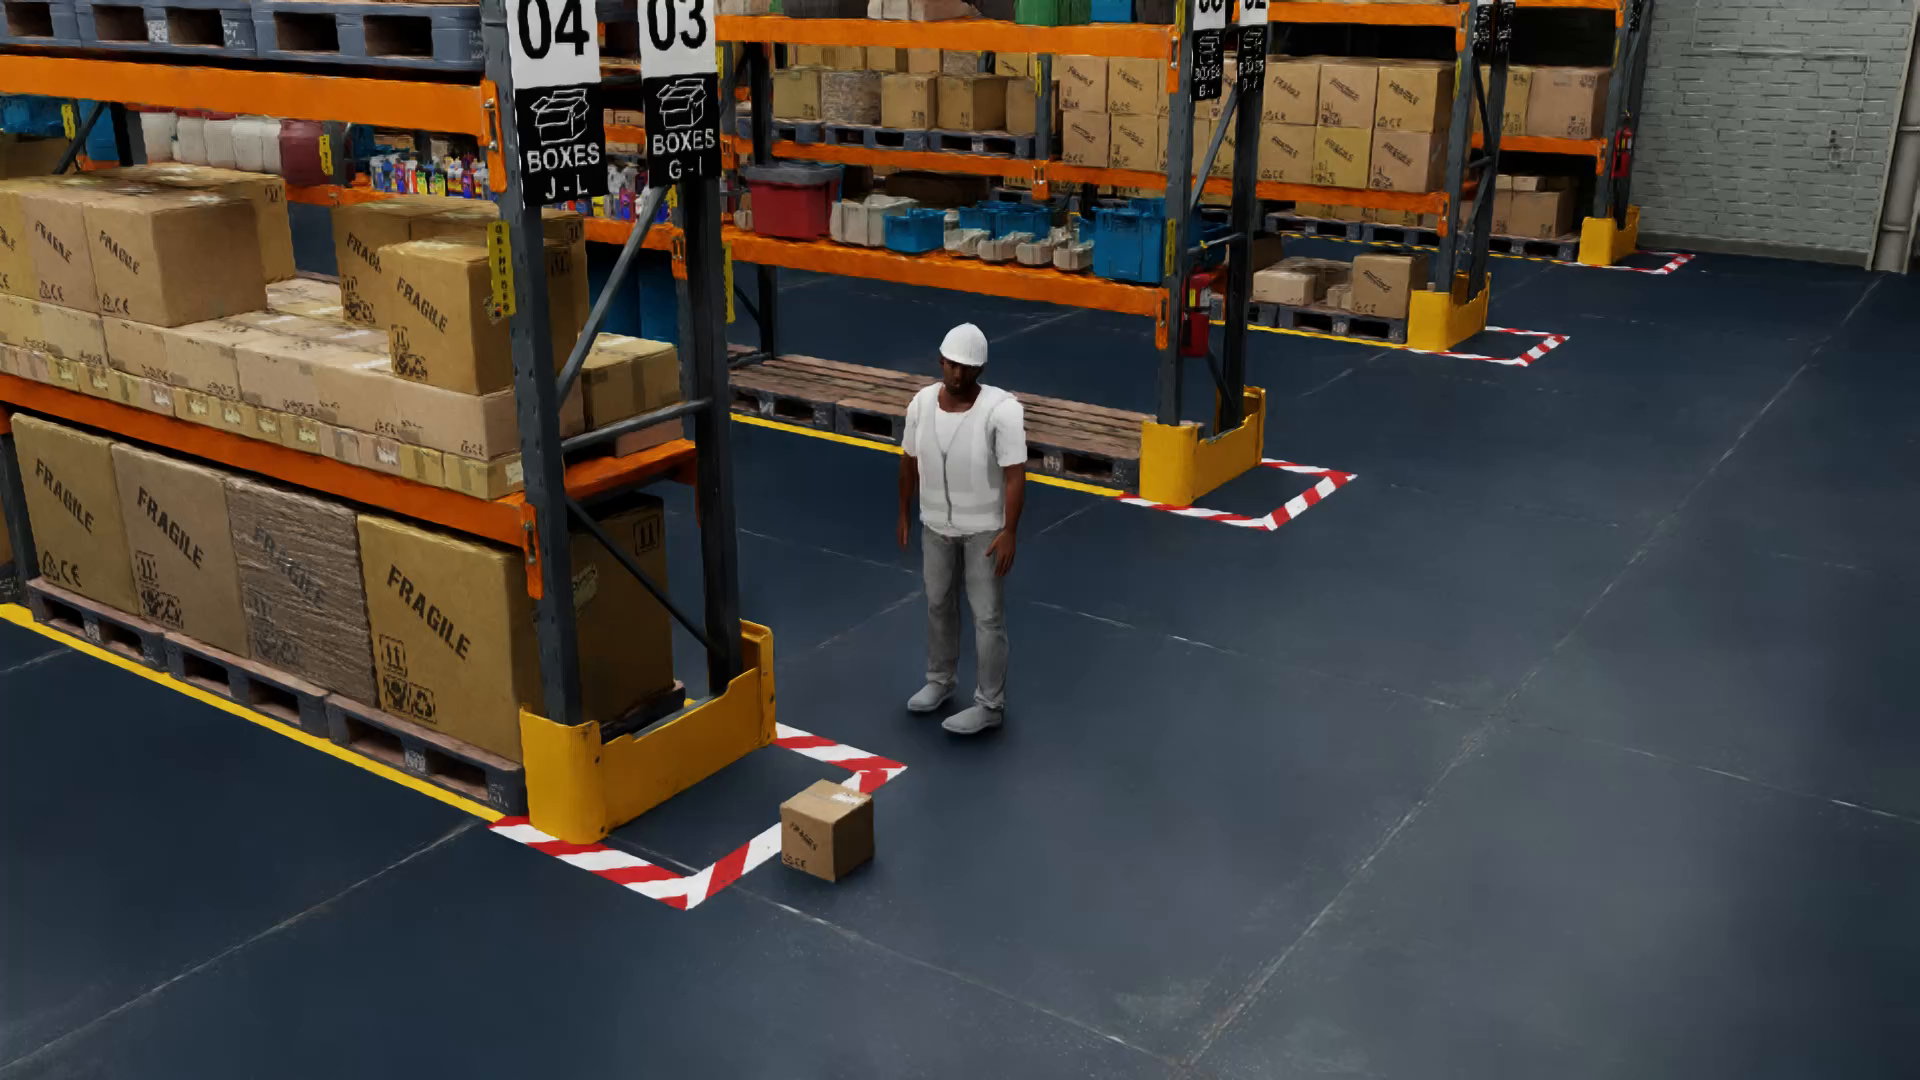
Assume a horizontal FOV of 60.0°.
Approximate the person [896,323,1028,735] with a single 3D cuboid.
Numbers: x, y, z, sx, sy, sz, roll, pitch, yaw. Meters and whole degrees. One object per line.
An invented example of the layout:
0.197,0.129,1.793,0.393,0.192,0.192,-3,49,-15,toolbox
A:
-0.037,-0.051,7.146,0.646,1.767,0.489,11,22,28,person
